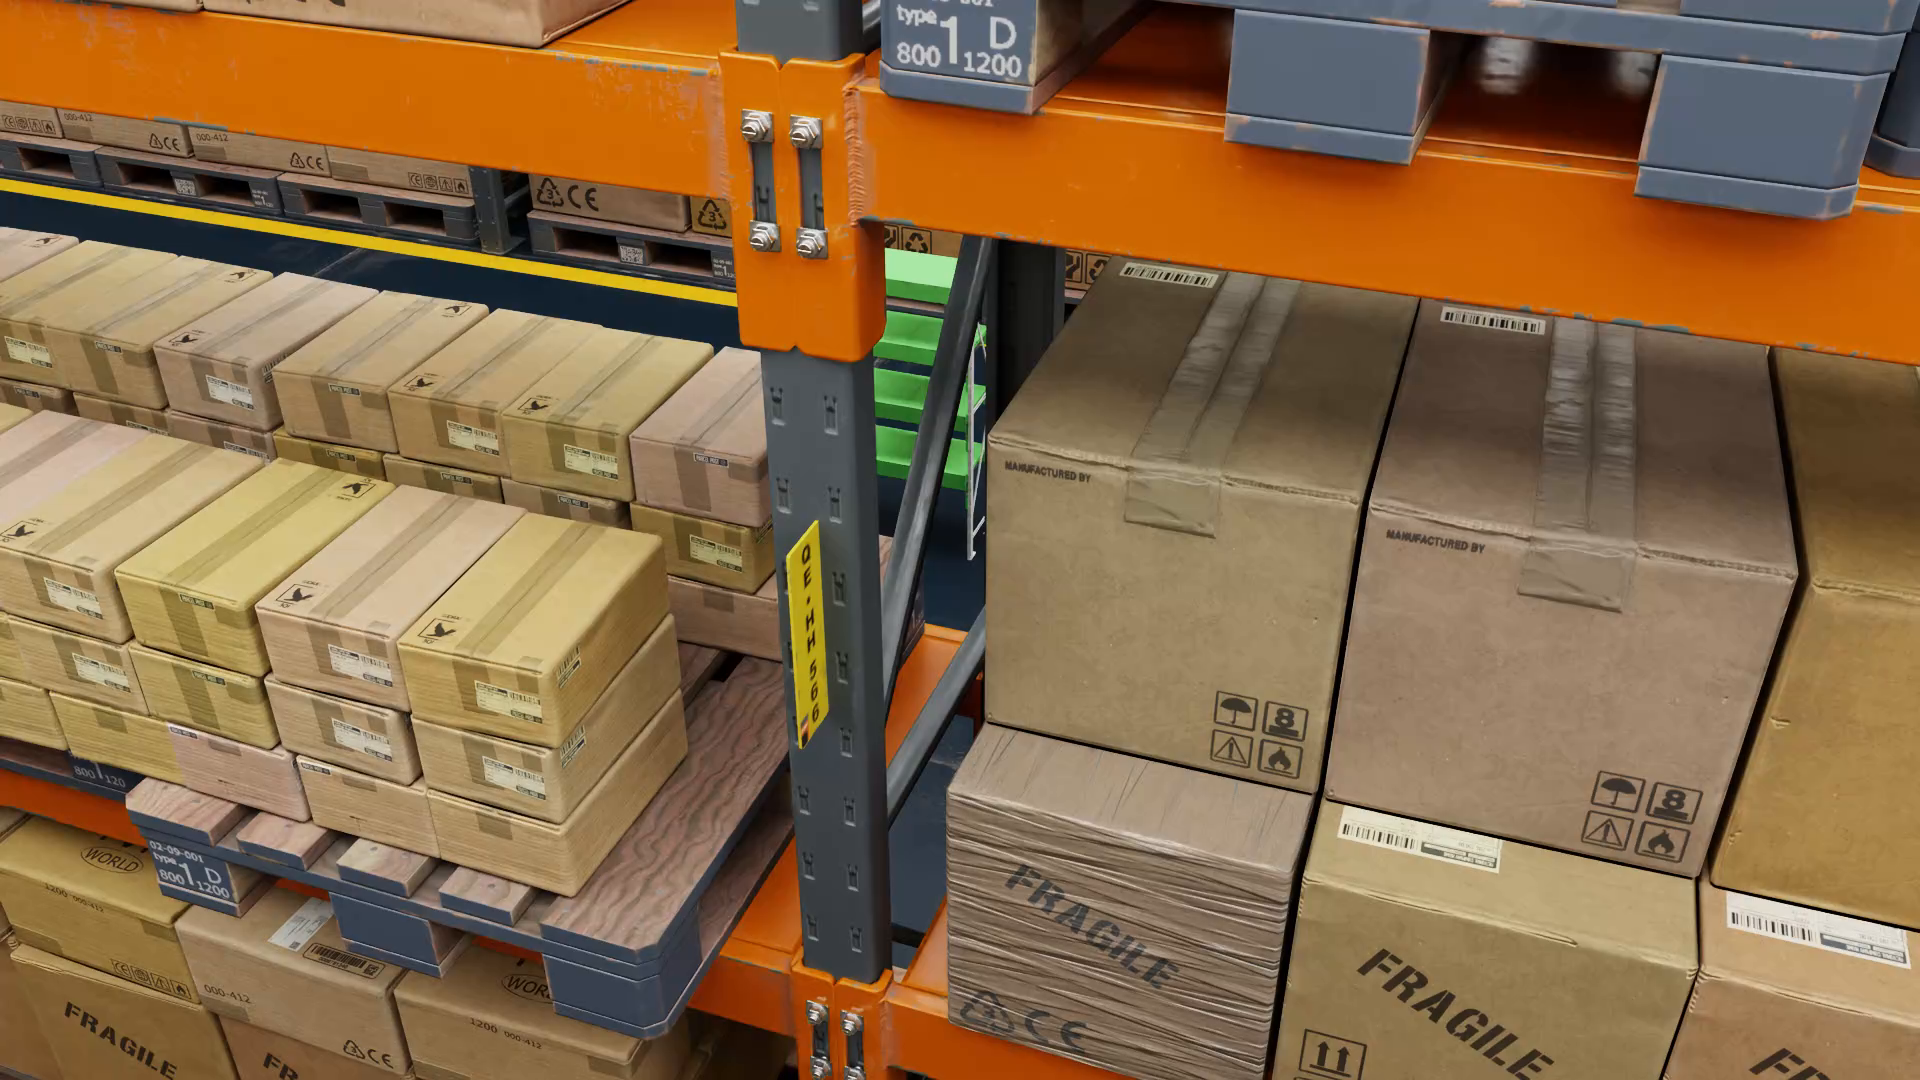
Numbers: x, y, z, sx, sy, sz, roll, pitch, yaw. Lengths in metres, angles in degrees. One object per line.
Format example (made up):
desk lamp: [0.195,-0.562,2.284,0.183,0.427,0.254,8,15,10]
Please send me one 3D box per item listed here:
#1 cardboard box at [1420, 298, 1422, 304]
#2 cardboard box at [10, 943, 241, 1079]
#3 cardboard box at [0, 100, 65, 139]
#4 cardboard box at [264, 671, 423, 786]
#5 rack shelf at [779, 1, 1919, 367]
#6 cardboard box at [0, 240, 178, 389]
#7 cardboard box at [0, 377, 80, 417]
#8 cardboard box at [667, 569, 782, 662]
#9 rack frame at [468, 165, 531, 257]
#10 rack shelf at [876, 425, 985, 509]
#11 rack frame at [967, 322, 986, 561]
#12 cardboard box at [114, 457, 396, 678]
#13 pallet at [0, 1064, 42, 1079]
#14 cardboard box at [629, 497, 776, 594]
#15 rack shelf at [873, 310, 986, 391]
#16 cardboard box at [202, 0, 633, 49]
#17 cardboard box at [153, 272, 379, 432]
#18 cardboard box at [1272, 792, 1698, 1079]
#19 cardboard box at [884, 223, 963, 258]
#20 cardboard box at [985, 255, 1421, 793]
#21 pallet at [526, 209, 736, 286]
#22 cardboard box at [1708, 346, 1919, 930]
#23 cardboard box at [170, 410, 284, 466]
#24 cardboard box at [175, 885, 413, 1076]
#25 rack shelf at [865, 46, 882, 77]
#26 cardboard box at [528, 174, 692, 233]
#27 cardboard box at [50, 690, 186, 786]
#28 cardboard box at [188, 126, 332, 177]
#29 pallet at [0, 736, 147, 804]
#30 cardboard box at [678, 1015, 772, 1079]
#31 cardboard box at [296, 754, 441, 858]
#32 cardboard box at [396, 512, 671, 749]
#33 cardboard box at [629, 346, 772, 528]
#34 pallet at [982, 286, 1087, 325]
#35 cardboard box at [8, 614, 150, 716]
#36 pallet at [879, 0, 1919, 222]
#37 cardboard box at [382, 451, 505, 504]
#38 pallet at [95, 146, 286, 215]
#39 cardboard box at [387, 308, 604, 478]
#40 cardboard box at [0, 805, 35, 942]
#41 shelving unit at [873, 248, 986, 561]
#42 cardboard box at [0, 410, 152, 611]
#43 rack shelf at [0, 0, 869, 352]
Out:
cardboard box: [2.071,-1.203,7.383,0.625,0.372,0.950,9,34,13]
cardboard box: [-1.731,1.009,3.840,0.500,0.500,0.500,9,34,14]
cardboard box: [-5.334,-2.733,9.693,0.875,0.438,0.875,10,34,15]
cardboard box: [-0.903,0.205,2.737,0.250,0.149,0.380,12,35,18]
rack shelf: [1.850,-0.285,1.823,4.000,0.370,1.077,11,34,16]
cardboard box: [-1.873,-0.484,3.531,0.250,0.149,0.380,11,34,16]
cardboard box: [-1.888,-0.362,3.615,0.250,0.149,0.380,12,35,18]
cardboard box: [-0.386,0.051,3.249,0.250,0.149,0.380,11,34,16]
rack frame: [-2.223,-2.971,8.086,0.127,3.000,1.000,11,34,16]
rack shelf: [-0.156,-0.279,6.136,0.480,0.148,0.258,11,34,16]
rack frame: [0.074,-0.490,5.902,0.015,1.200,0.240,11,34,16]
cardboard box: [-1.131,0.036,2.725,0.250,0.149,0.380,12,35,18]
pallet: [-1.912,1.111,4.335,1.213,0.211,1.003,11,34,16]
cardboard box: [-0.420,-0.080,3.178,0.250,0.149,0.380,13,35,19]
rack shelf: [-0.156,-0.682,5.876,0.480,0.148,0.258,11,34,16]
cardboard box: [-0.656,-0.970,2.129,0.500,0.500,0.500,11,34,16]
cardboard box: [-1.390,-0.389,3.384,0.250,0.149,0.380,13,35,19]
cardboard box: [0.779,0.577,2.499,0.500,0.500,0.500,11,34,16]
cardboard box: [0.082,-1.857,7.932,0.875,0.875,0.875,11,35,17]
cardboard box: [0.387,-0.068,2.575,0.500,0.500,0.700,11,34,16]
pallet: [-1.471,-1.697,8.683,1.213,0.211,1.003,11,34,16]
cardboard box: [1.347,0.117,2.289,0.500,0.500,0.700,10,34,16]
cardboard box: [-1.400,-0.267,3.469,0.250,0.149,0.380,11,34,17]
cardboard box: [-1.244,0.788,3.491,0.500,0.250,0.500,11,35,17]
rack shelf: [-0.340,-2.303,7.714,4.000,0.370,1.077,11,34,16]
cardboard box: [-1.612,-2.182,8.436,0.875,0.875,0.875,12,35,18]
cardboard box: [-1.361,0.240,2.957,0.250,0.149,0.380,11,34,16]
cardboard box: [-3.621,-2.404,9.183,0.875,0.438,0.875,10,34,15]
pallet: [-1.910,0.046,3.590,1.213,0.211,1.003,11,34,16]
cardboard box: [-0.740,1.194,3.553,0.500,0.500,0.500,11,34,16]
cardboard box: [-0.885,0.334,2.811,0.250,0.149,0.380,11,34,16]
cardboard box: [-0.649,0.131,2.578,0.250,0.149,0.380,10,34,15]
cardboard box: [-0.406,-0.198,3.087,0.250,0.149,0.380,11,34,17]
pallet: [0.826,-1.250,7.992,1.213,0.211,1.003,11,34,16]
cardboard box: [-1.387,0.113,2.880,0.250,0.149,0.380,11,34,17]
pallet: [0.592,-0.783,2.106,1.003,0.211,1.213,13,35,19]
cardboard box: [-0.928,-0.175,3.326,0.250,0.149,0.380,10,34,15]
pallet: [-4.065,-2.201,9.464,1.213,0.211,1.003,11,34,16]
cardboard box: [-0.885,-0.292,3.233,0.250,0.149,0.380,11,34,16]
cardboard box: [-2.211,0.596,3.788,0.500,0.250,0.500,12,35,18]
shelving unit: [-0.156,-0.534,5.971,0.503,1.200,0.258,11,34,16]
cardboard box: [-1.608,-0.058,2.871,0.250,0.149,0.380,11,34,16]
rack shelf: [-1.915,-1.017,2.957,4.000,0.370,1.077,11,34,16]
